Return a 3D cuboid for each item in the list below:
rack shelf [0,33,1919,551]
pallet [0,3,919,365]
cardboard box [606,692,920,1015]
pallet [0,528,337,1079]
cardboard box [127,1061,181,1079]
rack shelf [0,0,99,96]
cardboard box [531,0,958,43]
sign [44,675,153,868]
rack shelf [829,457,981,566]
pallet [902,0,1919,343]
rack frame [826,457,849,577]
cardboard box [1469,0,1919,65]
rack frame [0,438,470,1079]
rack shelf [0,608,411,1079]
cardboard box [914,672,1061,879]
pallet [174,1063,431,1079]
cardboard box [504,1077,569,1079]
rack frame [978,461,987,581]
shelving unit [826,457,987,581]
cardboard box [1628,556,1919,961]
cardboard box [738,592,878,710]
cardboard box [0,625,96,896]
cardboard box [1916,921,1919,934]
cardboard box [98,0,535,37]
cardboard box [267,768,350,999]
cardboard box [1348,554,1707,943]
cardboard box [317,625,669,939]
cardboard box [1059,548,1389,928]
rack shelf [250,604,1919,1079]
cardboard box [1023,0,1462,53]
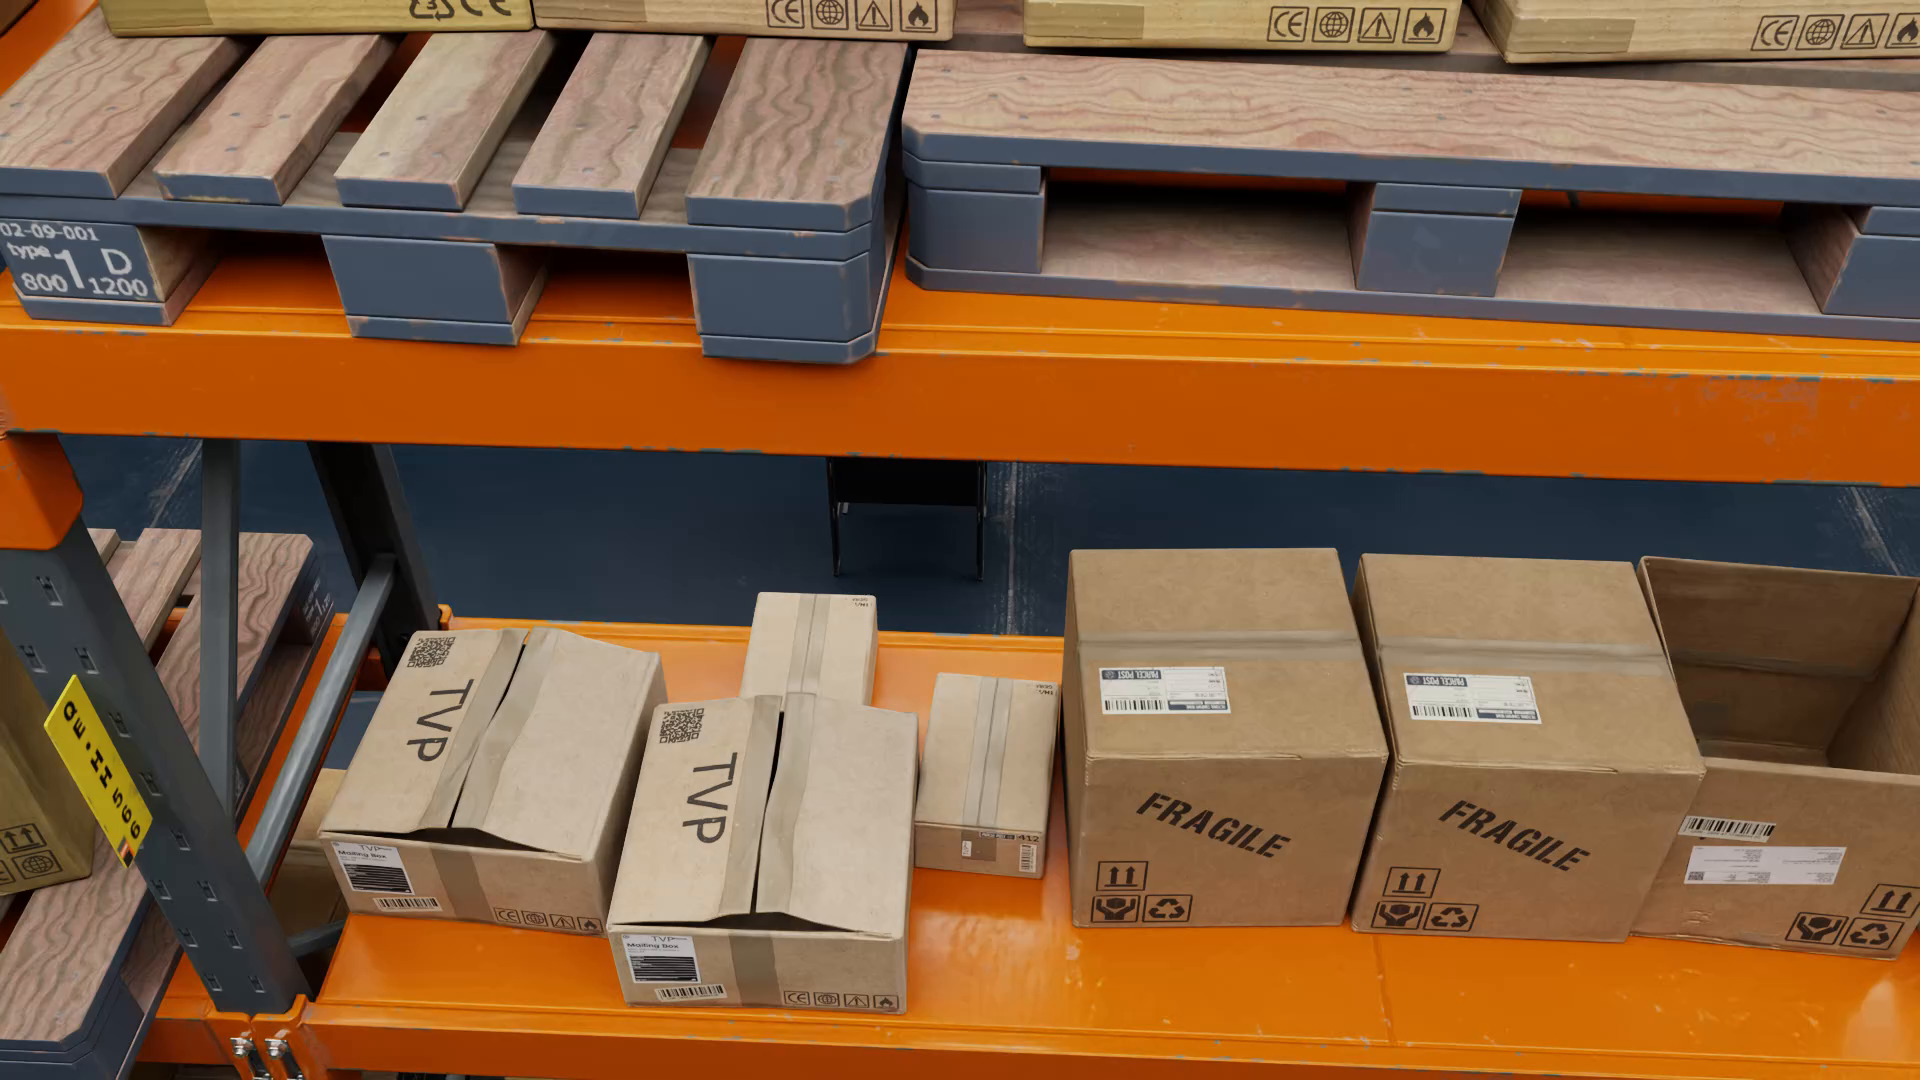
[{"bbox_3d":[0.777,-0.412,2.319,4.000,0.370,1.077,2,43,2],"label":"rack shelf"},{"bbox_3d":[-0.539,-0.707,2.247,1.003,0.211,1.213,4,43,4],"label":"pallet"},{"bbox_3d":[-0.336,0.553,3.021,0.500,0.311,0.500,1,43,1],"label":"cardboard box"},{"bbox_3d":[-1.901,0.458,3.198,1.003,0.211,1.213,2,43,2],"label":"pallet"},{"bbox_3d":[-2.166,1.246,3.723,0.500,0.500,0.500,3,43,4],"label":"cardboard box"},{"bbox_3d":[-3.219,-0.535,2.450,4.000,0.370,1.077,2,43,2],"label":"rack shelf"},{"bbox_3d":[-0.241,-0.856,2.069,0.500,0.250,0.500,3,43,3],"label":"cardboard box"},{"bbox_3d":[-1.236,0.336,2.397,0.005,0.325,0.100,2,43,2],"label":"sign"},{"bbox_3d":[-0.165,-0.251,5.526,0.480,0.518,0.431,2,43,2],"label":"rack shelf"},{"bbox_3d":[0.578,-0.675,2.212,1.213,0.211,1.003,4,43,4],"label":"pallet"},{"bbox_3d":[-0.409,-0.781,5.048,0.015,2.100,0.400,2,43,2],"label":"rack frame"},{"bbox_3d":[0.868,-0.813,2.023,0.500,0.250,0.500,-2,43,-2],"label":"cardboard box"},{"bbox_3d":[-1.221,0.361,3.162,0.127,3.000,1.000,2,43,2],"label":"rack frame"},{"bbox_3d":[-3.219,0.563,3.473,4.000,0.370,1.077,2,43,2],"label":"rack shelf"},{"bbox_3d":[0.055,0.454,3.246,0.250,0.149,0.380,5,43,5],"label":"cardboard box"},{"bbox_3d":[-1.965,1.333,4.164,1.213,0.211,1.003,2,43,2],"label":"pallet"},{"bbox_3d":[-0.711,1.224,3.533,0.500,0.311,0.500,3,43,3],"label":"cardboard box"},{"bbox_3d":[0.078,-0.766,5.032,0.015,2.100,0.400,2,43,2],"label":"rack frame"},{"bbox_3d":[-0.165,-0.773,5.040,0.503,2.100,0.431,2,43,2],"label":"shelving unit"},{"bbox_3d":[1.482,0.397,3.050,0.500,0.500,0.500,5,43,5],"label":"cardboard box"},{"bbox_3d":[-0.310,0.293,3.420,0.250,0.149,0.380,2,43,2],"label":"cardboard box"},{"bbox_3d":[-1.855,0.228,2.923,0.500,0.500,0.700,-12,44,-12],"label":"cardboard box"},{"bbox_3d":[1.888,0.631,2.970,0.258,0.266,0.396,1,43,1],"label":"cardboard box"},{"bbox_3d":[-0.765,-0.860,2.073,0.500,0.250,0.500,-1,43,-1],"label":"cardboard box"},{"bbox_3d":[-1.663,0.906,4.088,0.500,0.500,0.500,3,43,4],"label":"cardboard box"},{"bbox_3d":[0.982,0.381,3.067,0.500,0.500,0.500,2,43,2],"label":"cardboard box"},{"bbox_3d":[-0.860,0.435,3.148,0.500,0.311,0.500,4,43,5],"label":"cardboard box"},{"bbox_3d":[0.456,0.365,3.084,0.500,0.500,0.500,0,43,0],"label":"cardboard box"},{"bbox_3d":[0.777,0.686,3.341,4.000,0.370,1.077,2,43,2],"label":"rack shelf"},{"bbox_3d":[0.330,-0.831,2.042,0.500,0.250,0.500,1,43,1],"label":"cardboard box"}]
